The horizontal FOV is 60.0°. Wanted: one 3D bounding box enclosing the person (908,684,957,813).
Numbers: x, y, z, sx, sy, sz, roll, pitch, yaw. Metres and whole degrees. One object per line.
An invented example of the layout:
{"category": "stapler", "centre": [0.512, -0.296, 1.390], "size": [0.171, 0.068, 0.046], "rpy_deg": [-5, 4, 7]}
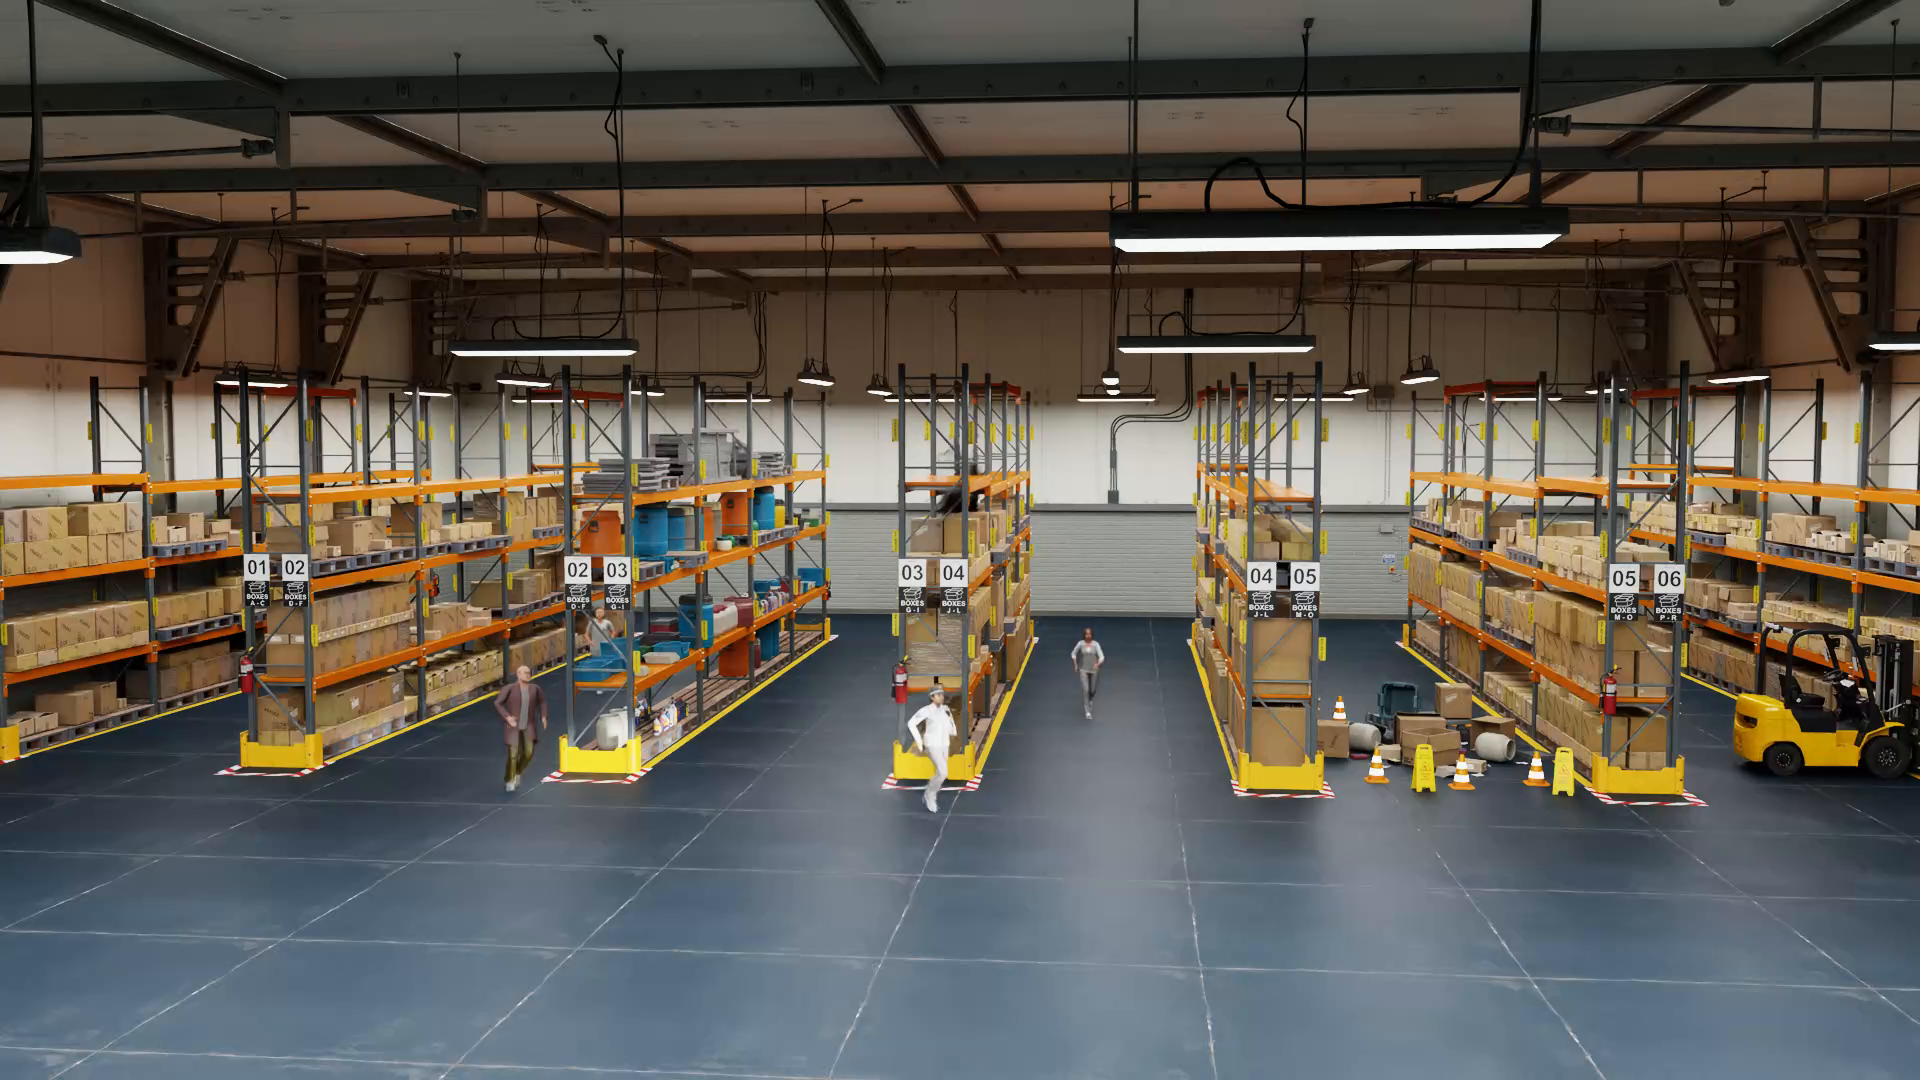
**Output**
{"category": "person", "centre": [-0.291, 2.747, 21.968], "size": [0.585, 1.688, 0.658], "rpy_deg": [-3, 5, -43]}

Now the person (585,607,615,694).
{"category": "person", "centre": [-6.976, 2.116, 32.228], "size": [0.572, 1.658, 0.822], "rpy_deg": [0, 4, -5]}

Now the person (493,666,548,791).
{"category": "person", "centre": [-6.145, 2.641, 23.382], "size": [0.790, 1.733, 0.562], "rpy_deg": [-2, 4, -31]}

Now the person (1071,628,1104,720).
{"category": "person", "centre": [2.247, 2.327, 29.299], "size": [0.565, 1.577, 0.823], "rpy_deg": [0, 4, -2]}
